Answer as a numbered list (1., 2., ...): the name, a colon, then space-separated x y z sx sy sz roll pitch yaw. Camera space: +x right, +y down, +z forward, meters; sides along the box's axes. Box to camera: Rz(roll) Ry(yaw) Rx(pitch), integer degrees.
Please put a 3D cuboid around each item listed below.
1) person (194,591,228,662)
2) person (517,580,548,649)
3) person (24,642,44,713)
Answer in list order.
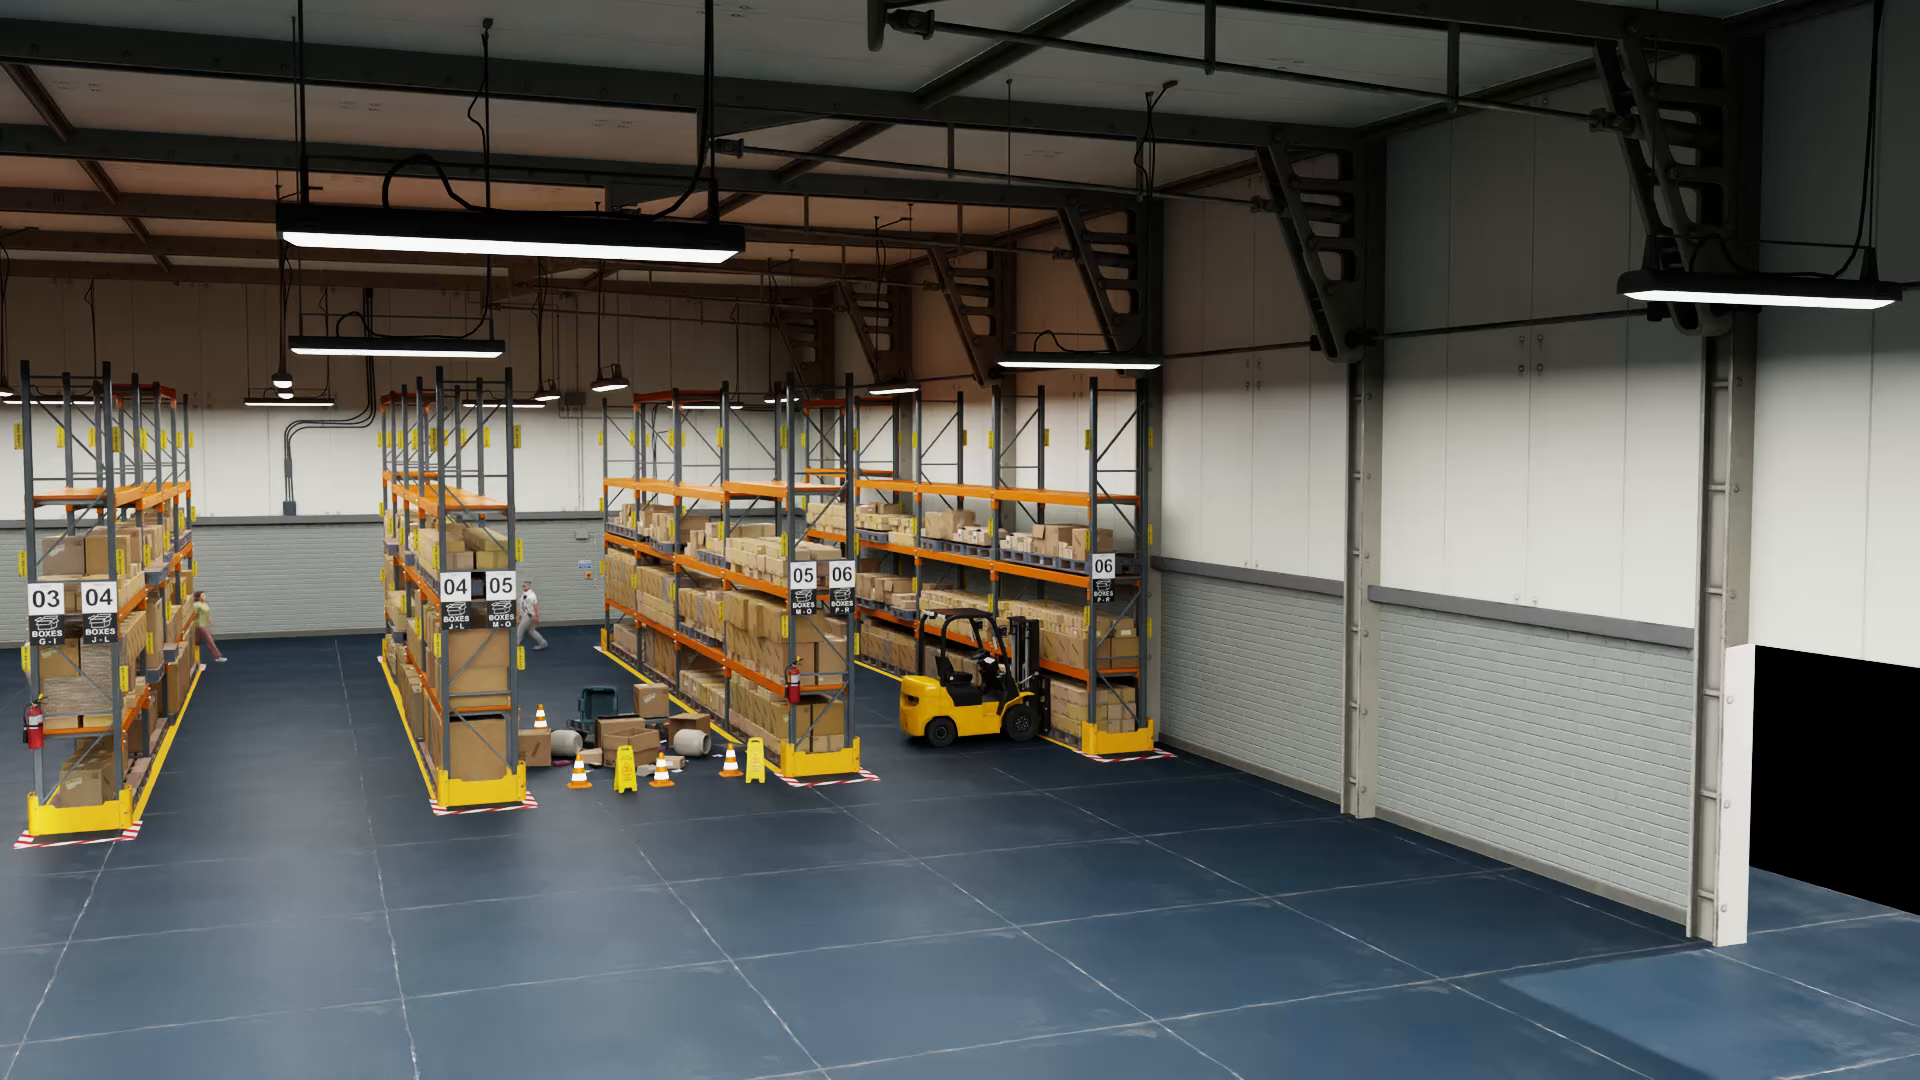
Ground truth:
1. person: -16.924 1.929 37.295 0.994 1.606 0.502 0 3 -4
2. person: -10.306 1.784 39.417 1.077 1.682 0.518 -2 4 -25
3. person: -16.485 2.385 29.770 0.548 1.657 0.531 0 3 -6
